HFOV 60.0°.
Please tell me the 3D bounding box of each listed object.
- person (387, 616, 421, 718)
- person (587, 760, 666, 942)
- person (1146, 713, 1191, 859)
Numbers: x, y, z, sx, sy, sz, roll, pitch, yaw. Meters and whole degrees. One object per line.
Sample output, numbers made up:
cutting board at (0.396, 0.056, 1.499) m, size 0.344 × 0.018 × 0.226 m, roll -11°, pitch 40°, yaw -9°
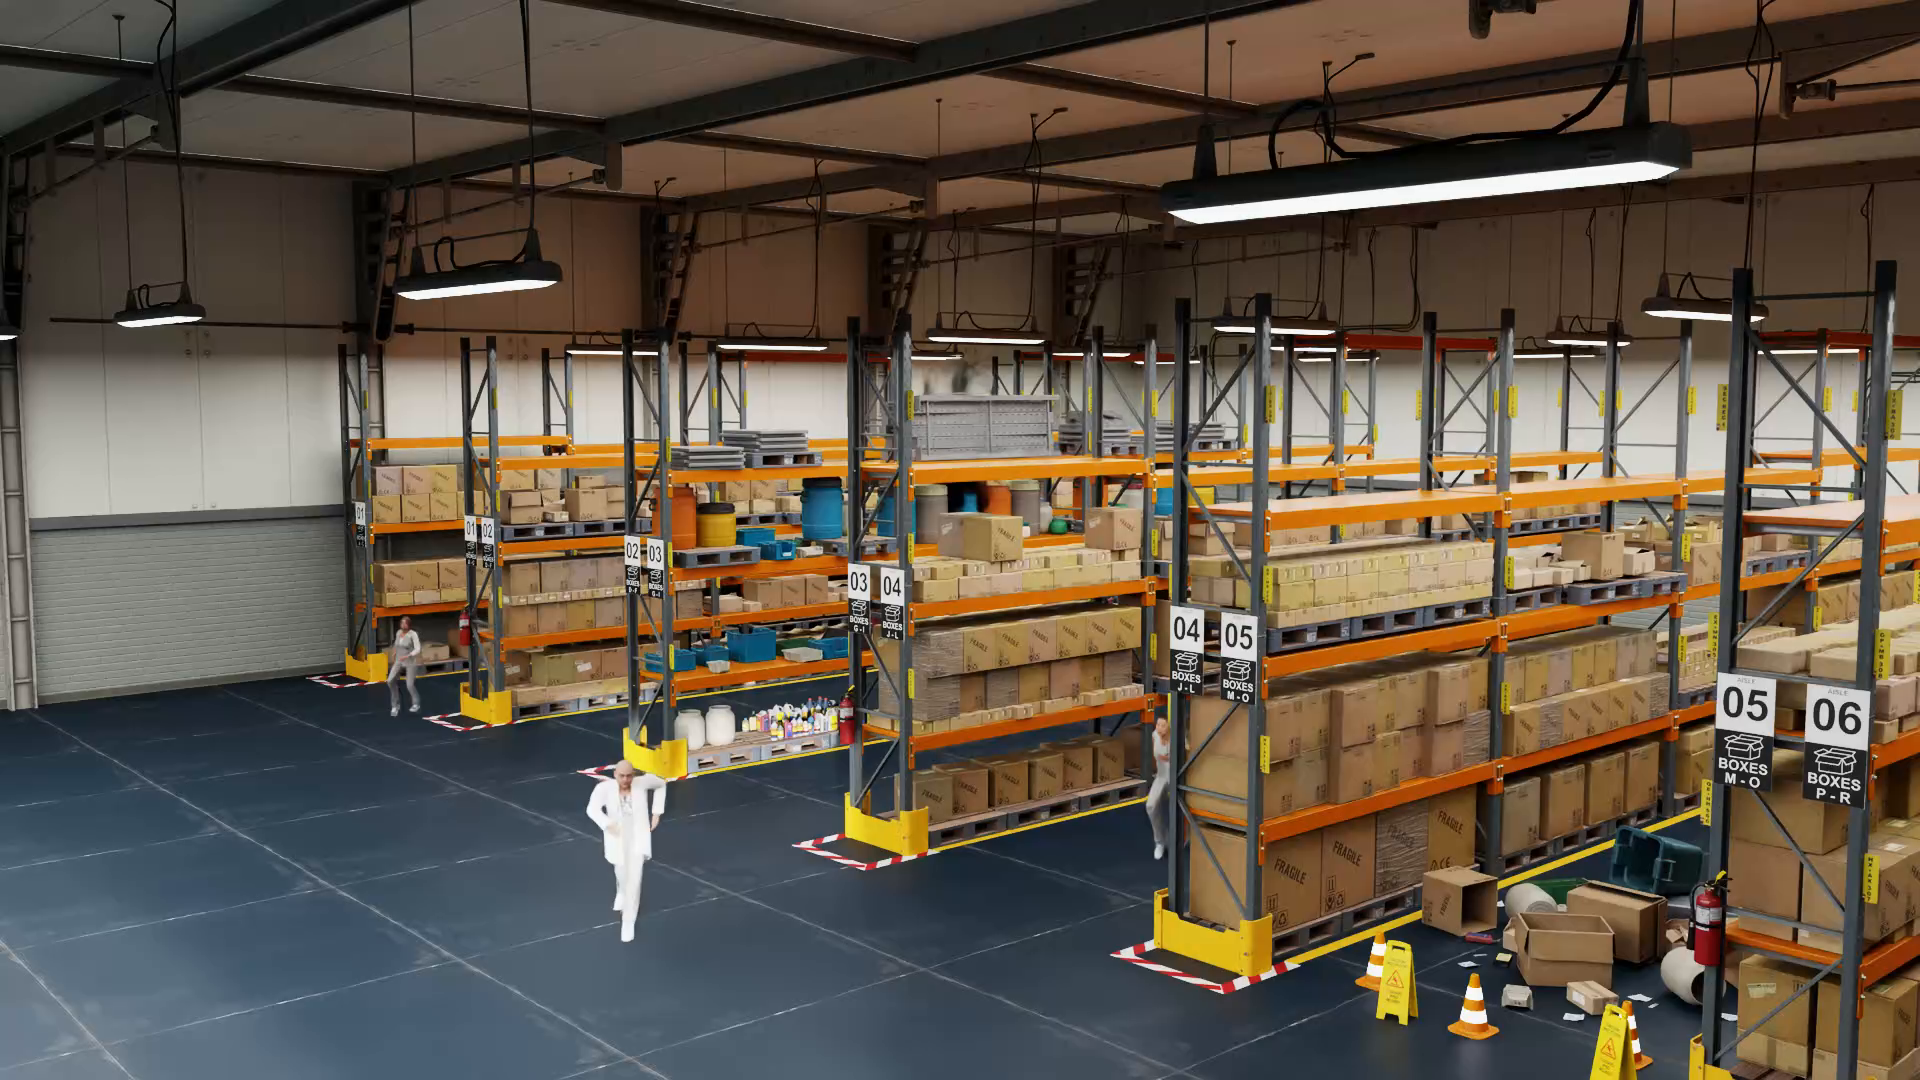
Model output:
person at (-8.827, 2.006, 26.498) m, size 0.544 × 1.606 × 0.642 m, roll 1°, pitch 5°, yaw 14°
person at (-3.222, 2.905, 16.094) m, size 0.755 × 1.743 × 1.067 m, roll -1°, pitch 5°, yaw -13°
person at (2.354, 2.695, 18.457) m, size 0.558 × 1.633 × 0.898 m, roll 3°, pitch 6°, yaw 31°
